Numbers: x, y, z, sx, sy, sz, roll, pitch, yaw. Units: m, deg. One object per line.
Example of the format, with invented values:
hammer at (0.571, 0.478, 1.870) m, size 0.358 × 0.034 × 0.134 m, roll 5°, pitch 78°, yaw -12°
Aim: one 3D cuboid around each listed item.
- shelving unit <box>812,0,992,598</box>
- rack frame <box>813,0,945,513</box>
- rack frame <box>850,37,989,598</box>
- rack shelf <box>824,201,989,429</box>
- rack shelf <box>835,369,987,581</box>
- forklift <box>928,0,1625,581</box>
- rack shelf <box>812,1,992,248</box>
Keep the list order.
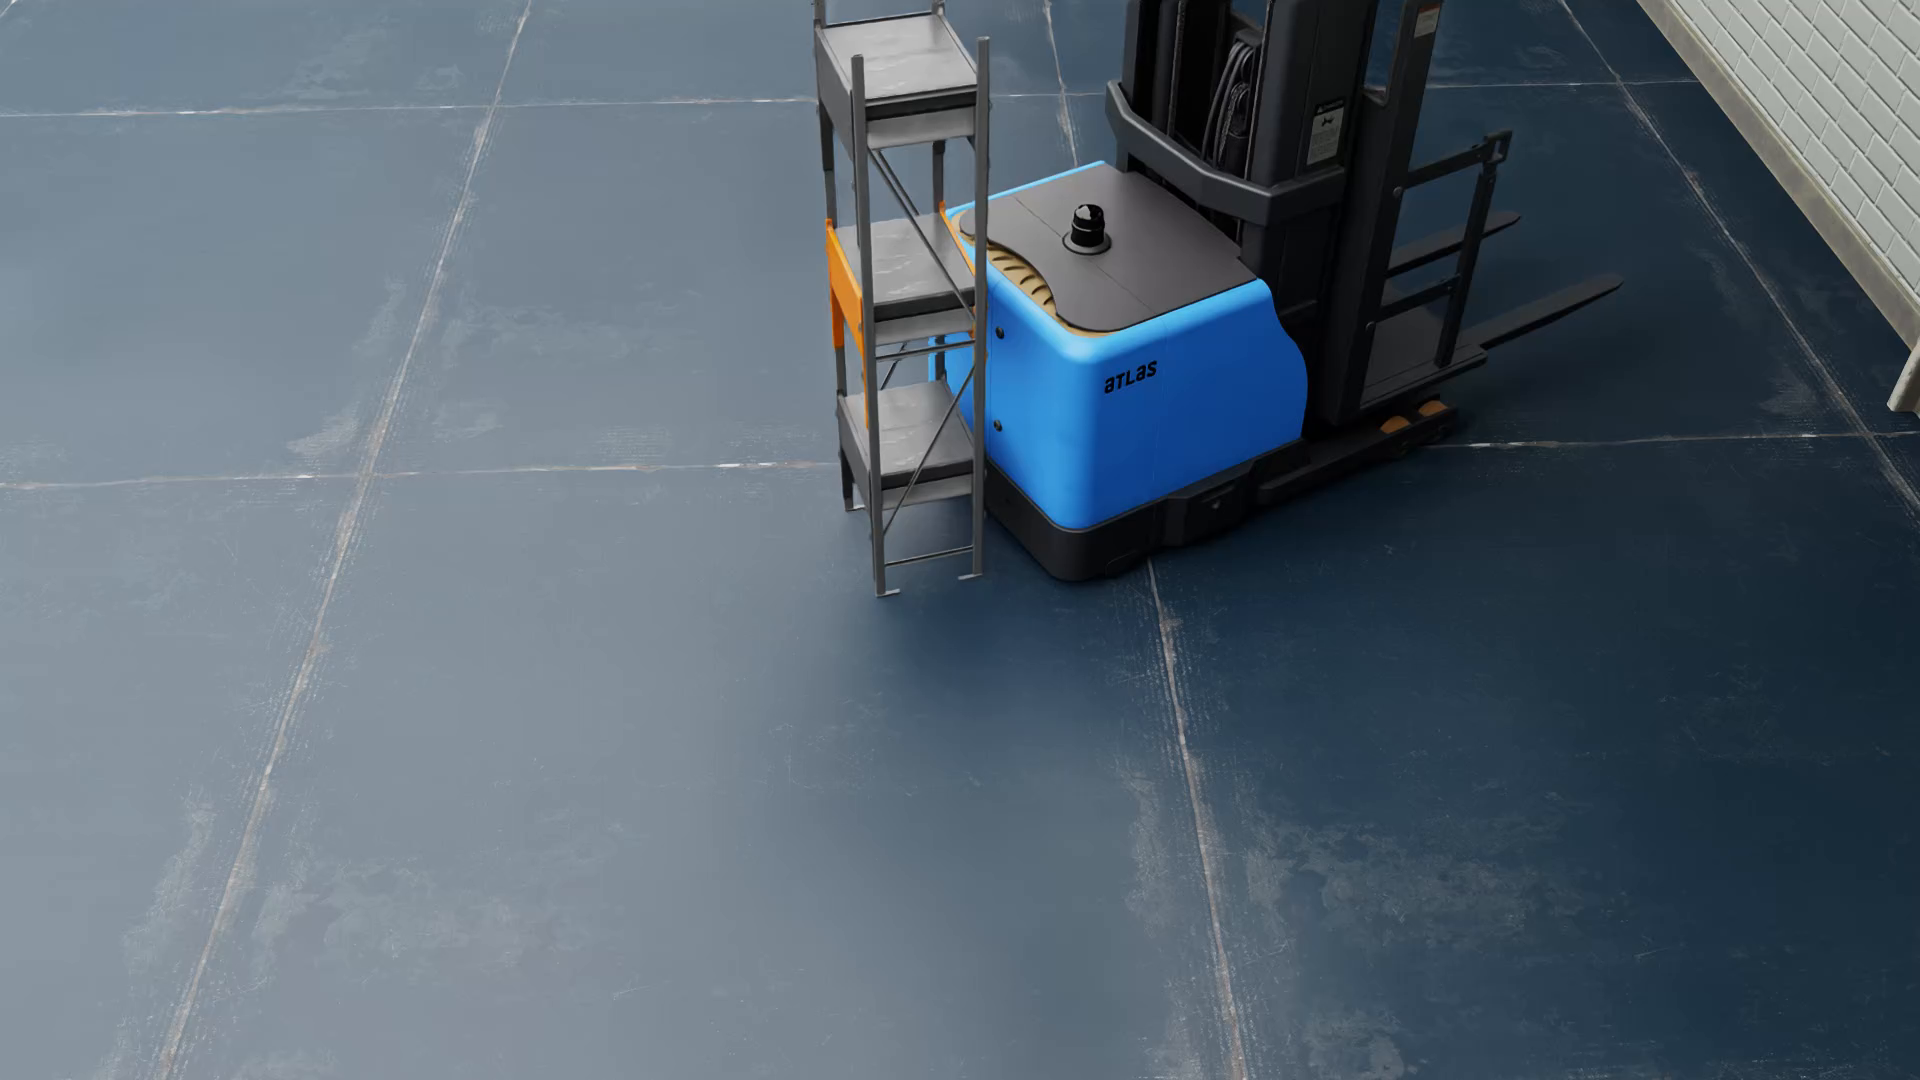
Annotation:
shelving unit at (-0.180, -0.763, 5.528) m, size 0.431 × 2.100 × 0.503 m, roll -11°, pitch 44°, yaw -12°
rack frame at (-0.249, -0.921, 5.700) m, size 0.400 × 2.100 × 0.015 m, roll -11°, pitch 44°, yaw -12°
rack frame at (-0.111, -0.605, 5.356) m, size 0.400 × 2.100 × 0.015 m, roll -11°, pitch 44°, yaw -12°
rack shelf at (-0.180, -0.753, 5.537) m, size 0.431 × 0.518 × 0.480 m, roll -11°, pitch 44°, yaw -12°
rack shelf at (-0.180, -0.237, 6.011) m, size 0.431 × 0.518 × 0.480 m, roll -11°, pitch 44°, yaw -12°
forklift at (1.390, -1.688, 5.923) m, size 3.031 × 2.935 × 1.130 m, roll -23°, pitch 47°, yaw -23°
rack shelf at (-0.180, -1.268, 5.064) m, size 0.431 × 0.518 × 0.480 m, roll -11°, pitch 44°, yaw -12°
